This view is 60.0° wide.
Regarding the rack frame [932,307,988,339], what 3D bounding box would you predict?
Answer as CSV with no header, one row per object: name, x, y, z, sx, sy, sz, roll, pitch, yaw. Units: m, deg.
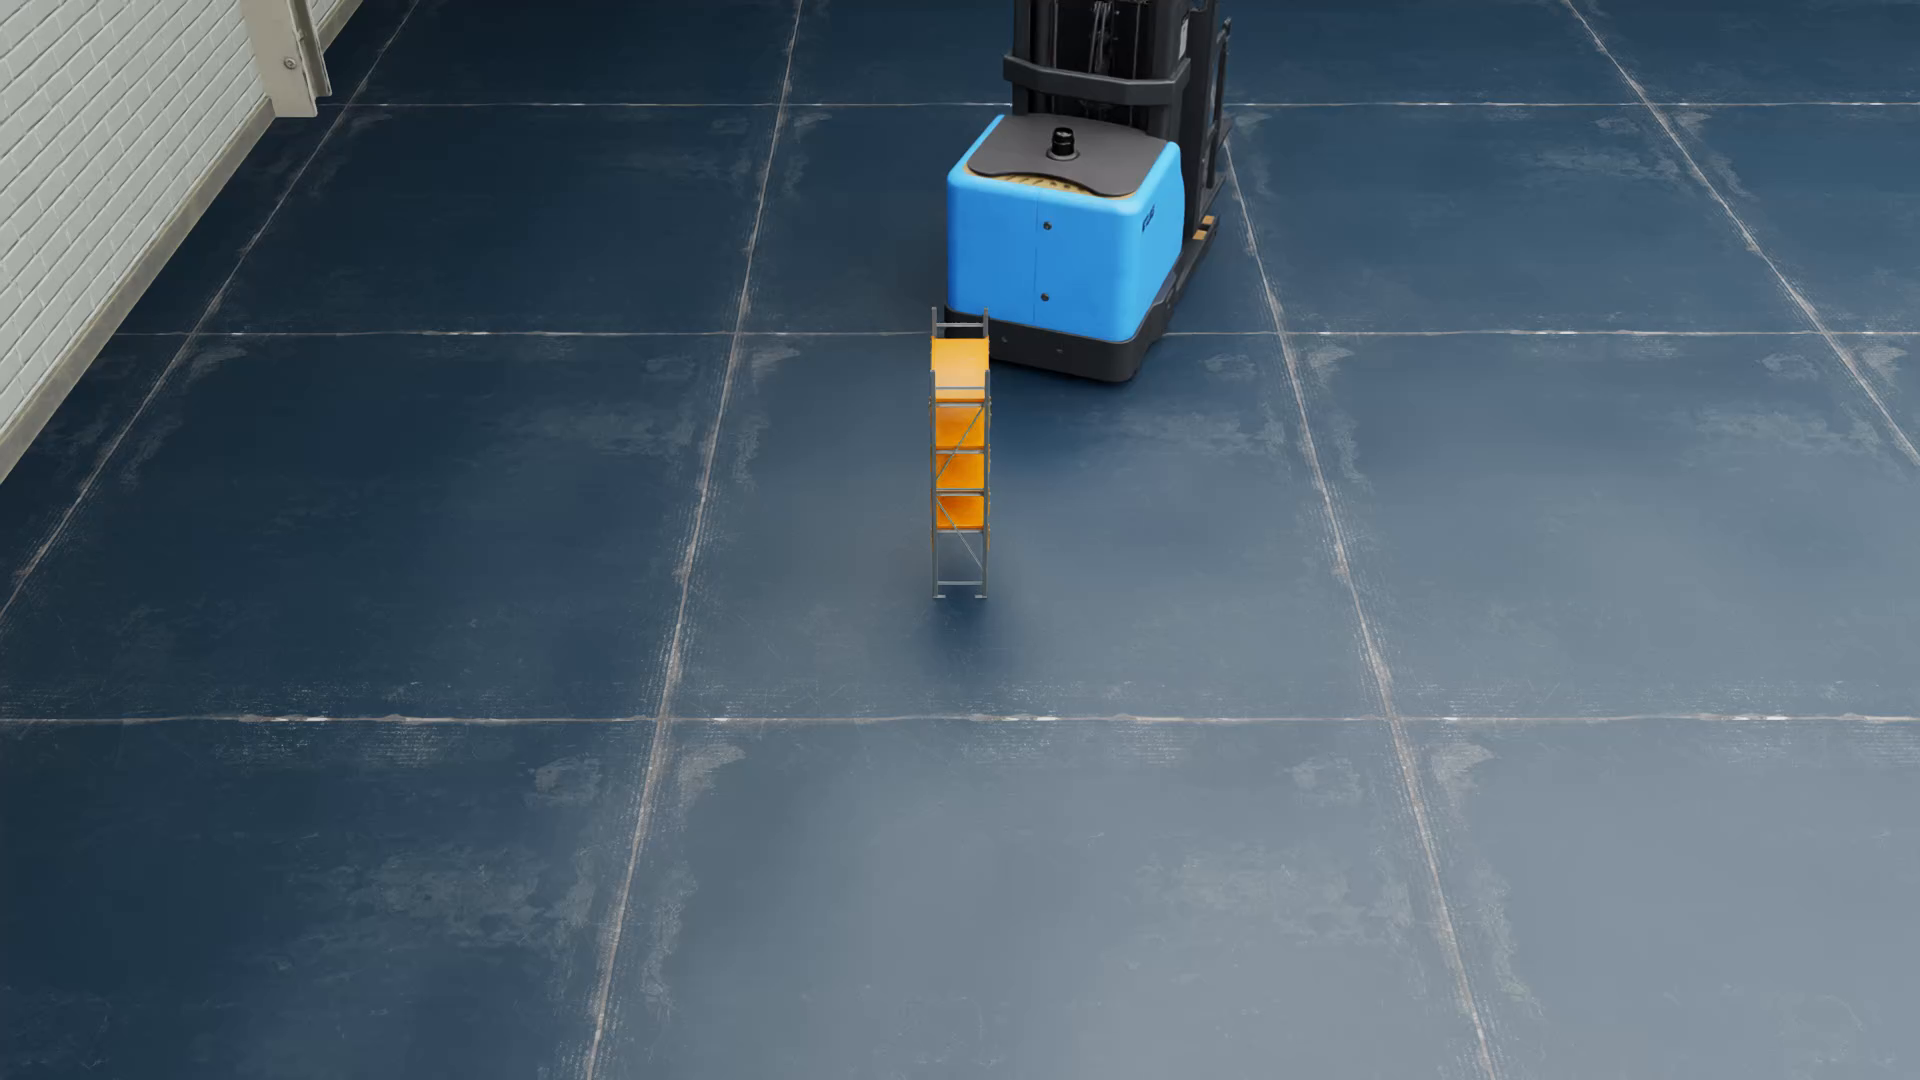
rack frame,0.000,-0.517,7.436,0.240,1.200,0.015,0,39,0

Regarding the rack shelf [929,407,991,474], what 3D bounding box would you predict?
rack shelf,0.000,-0.487,7.148,0.258,0.148,0.480,0,39,0

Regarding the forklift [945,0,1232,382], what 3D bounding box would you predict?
forklift,0.914,-2.891,9.013,1.130,2.935,3.031,13,41,16

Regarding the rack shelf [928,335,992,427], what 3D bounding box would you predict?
rack shelf,0.000,-0.671,7.000,0.258,0.148,0.480,0,39,0

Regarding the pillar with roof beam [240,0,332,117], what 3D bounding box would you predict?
pillar with roof beam,-0.249,-6.527,8.699,9.100,9.000,0.400,0,39,0

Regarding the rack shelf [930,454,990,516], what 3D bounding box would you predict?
rack shelf,0.000,-0.312,7.288,0.258,0.148,0.480,0,39,0

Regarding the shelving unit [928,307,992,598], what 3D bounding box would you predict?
shelving unit,0.000,-0.365,7.246,0.258,1.200,0.503,0,39,0

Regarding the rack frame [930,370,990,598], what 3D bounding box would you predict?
rack frame,0.000,-0.212,7.055,0.240,1.200,0.015,0,39,0

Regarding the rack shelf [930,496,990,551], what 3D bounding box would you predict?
rack shelf,0.000,-0.157,7.412,0.258,0.148,0.480,0,39,0
